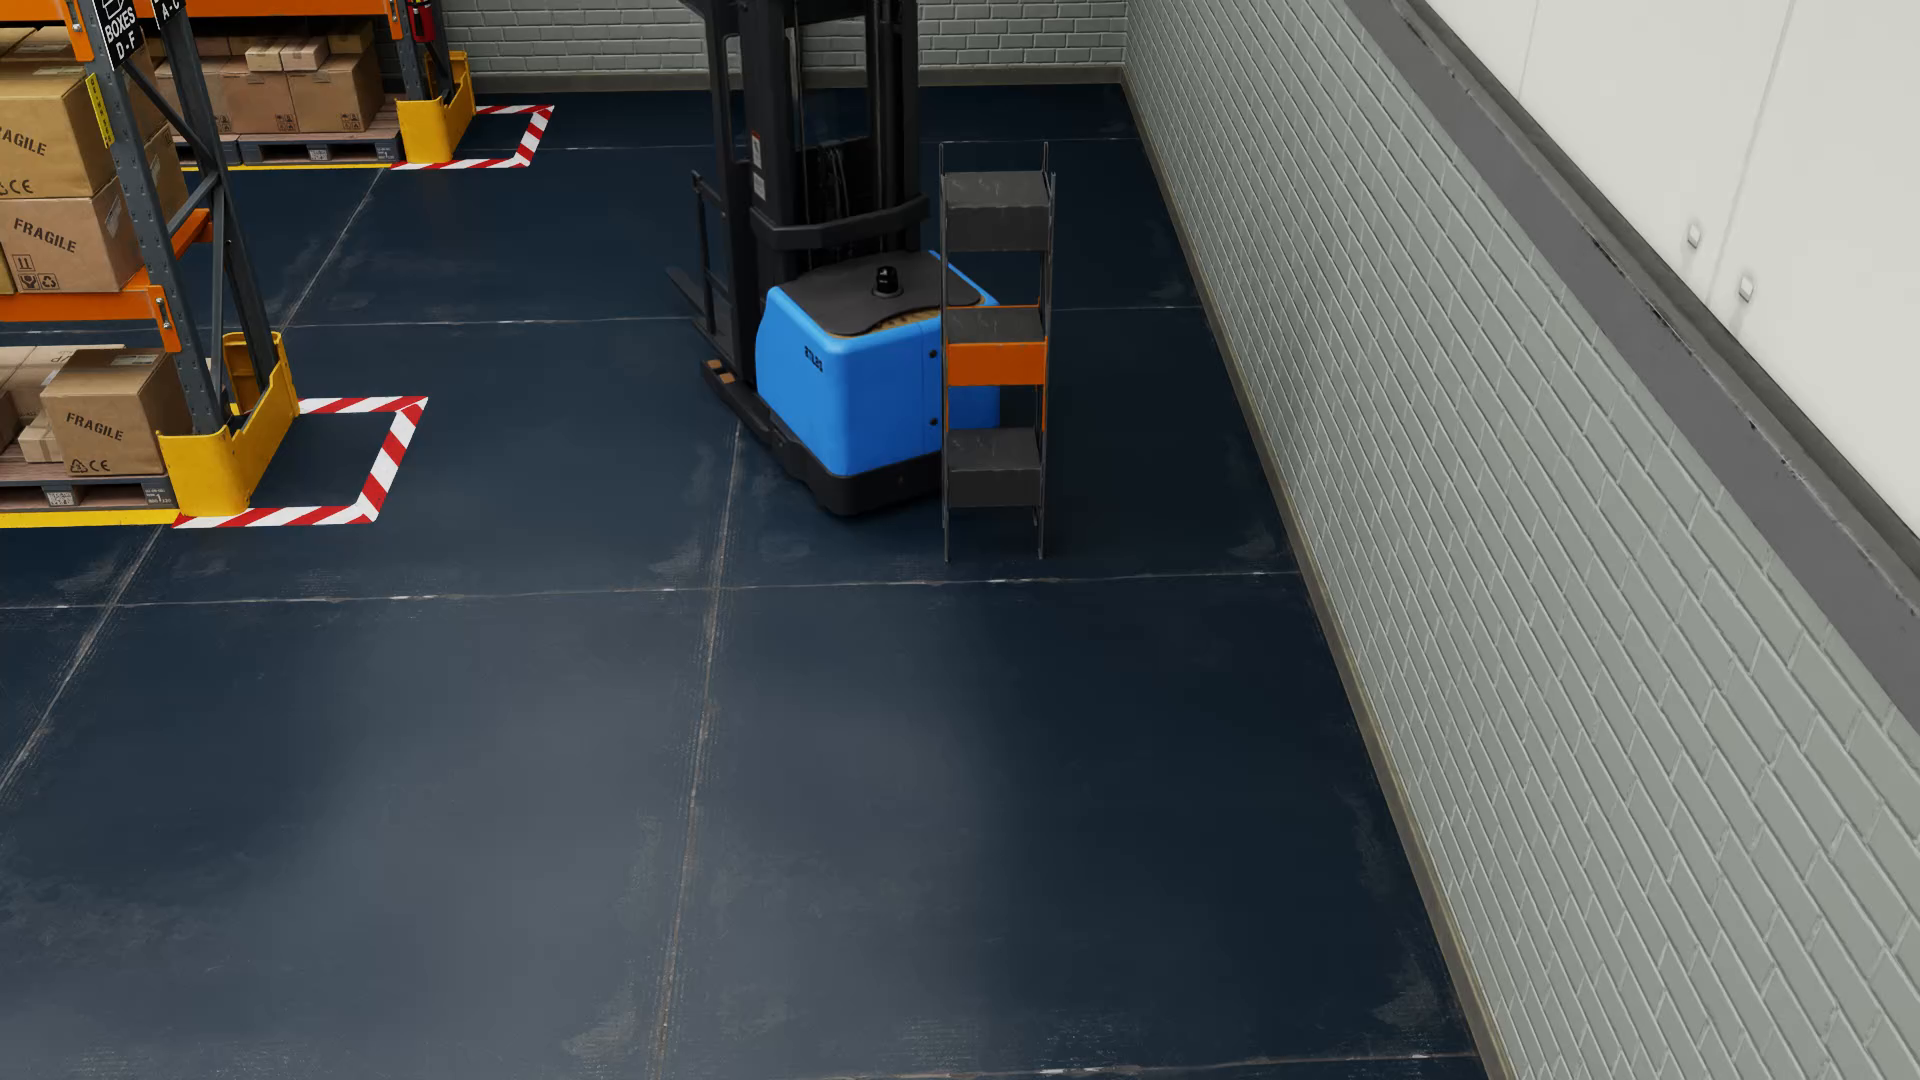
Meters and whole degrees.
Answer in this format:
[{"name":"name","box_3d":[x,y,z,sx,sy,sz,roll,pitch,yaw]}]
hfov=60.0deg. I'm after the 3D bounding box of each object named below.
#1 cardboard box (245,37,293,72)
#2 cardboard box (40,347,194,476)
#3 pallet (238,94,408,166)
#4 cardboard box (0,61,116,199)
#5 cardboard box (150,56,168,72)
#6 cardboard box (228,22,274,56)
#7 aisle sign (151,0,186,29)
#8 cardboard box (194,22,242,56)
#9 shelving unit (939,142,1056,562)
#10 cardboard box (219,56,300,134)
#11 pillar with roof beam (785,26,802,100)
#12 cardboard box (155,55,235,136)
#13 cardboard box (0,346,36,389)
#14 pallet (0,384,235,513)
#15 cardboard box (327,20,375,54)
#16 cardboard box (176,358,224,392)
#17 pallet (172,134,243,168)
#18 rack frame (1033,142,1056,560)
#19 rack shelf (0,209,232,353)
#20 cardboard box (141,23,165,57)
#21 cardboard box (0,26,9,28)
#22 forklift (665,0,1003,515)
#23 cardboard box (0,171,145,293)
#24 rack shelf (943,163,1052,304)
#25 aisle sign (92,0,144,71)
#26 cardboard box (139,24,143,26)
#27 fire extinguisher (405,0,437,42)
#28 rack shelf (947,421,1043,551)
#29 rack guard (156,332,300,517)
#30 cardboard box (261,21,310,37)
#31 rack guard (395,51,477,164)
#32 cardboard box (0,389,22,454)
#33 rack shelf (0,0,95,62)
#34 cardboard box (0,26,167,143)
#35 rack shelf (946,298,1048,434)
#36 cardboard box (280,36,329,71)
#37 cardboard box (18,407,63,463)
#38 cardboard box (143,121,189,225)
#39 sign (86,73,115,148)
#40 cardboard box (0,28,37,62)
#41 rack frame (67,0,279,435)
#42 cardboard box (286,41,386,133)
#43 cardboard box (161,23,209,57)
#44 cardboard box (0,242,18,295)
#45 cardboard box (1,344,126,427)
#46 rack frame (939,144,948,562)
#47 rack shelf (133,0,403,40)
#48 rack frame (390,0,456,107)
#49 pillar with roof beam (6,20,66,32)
[{"name":"cardboard box","box_3d":[-5.285,-3.730,12.762,0.250,0.149,0.380,-1,35,-1]},{"name":"cardboard box","box_3d":[-4.509,-0.691,8.923,0.500,0.500,0.500,-2,35,-2]},{"name":"pallet","box_3d":[-5.011,-3.296,13.327,1.213,0.211,1.003,-2,35,-2]},{"name":"cardboard box","box_3d":[-4.409,-1.977,8.004,0.500,0.500,0.500,-2,35,-3]},{"name":"cardboard box","box_3d":[-6.445,-3.532,13.045,0.500,0.500,0.700,-1,35,-1]},{"name":"cardboard box","box_3d":[-5.551,-3.941,13.066,0.250,0.149,0.380,-1,35,-2]},{"name":"aisle sign","box_3d":[-3.924,-2.931,8.064,0.004,0.787,0.394,-2,35,-2]},{"name":"cardboard box","box_3d":[-5.805,-3.934,13.056,0.250,0.149,0.380,-1,35,-2]},{"name":"shelving unit","box_3d":[0.165,-0.868,8.159,0.503,2.100,0.431,-2,35,-2]},{"name":"cardboard box","box_3d":[-5.410,-3.564,13.092,0.500,0.500,0.700,-2,35,-2]},{"name":"pillar with roof beam","box_3d":[-1.356,-5.093,8.201,0.400,9.000,9.100,-2,35,-2]},{"name":"cardboard box","box_3d":[-5.913,-3.550,13.072,0.500,0.500,0.700,-3,35,-4]},{"name":"cardboard box","box_3d":[-5.533,-0.863,9.391,0.500,0.250,0.500,-2,35,-2]},{"name":"pallet","box_3d":[-4.850,-0.522,9.319,1.213,0.211,1.003,-2,35,-2]},{"name":"cardboard box","box_3d":[-4.795,-3.962,13.096,0.250,0.149,0.380,-1,35,-2]},{"name":"cardboard box","box_3d":[-4.412,-0.886,9.512,0.250,0.149,0.380,-2,35,-2]},{"name":"pallet","box_3d":[-6.227,-3.265,13.282,1.213,0.211,1.003,-2,35,-2]},{"name":"rack frame","box_3d":[0.409,-0.874,8.168,0.015,2.100,0.400,-2,35,-2]},{"name":"rack shelf","box_3d":[-5.976,-1.343,8.687,4.000,0.370,1.077,-2,35,-2]},{"name":"cardboard box","box_3d":[-6.314,-3.920,13.036,0.250,0.149,0.380,-2,35,-3]},{"name":"cardboard box","box_3d":[-7.614,-3.883,12.983,0.250,0.149,0.380,-2,35,-3]},{"name":"forklift","box_3d":[-0.918,-2.152,9.285,1.130,2.935,3.031,-17,38,-23]},{"name":"cardboard box","box_3d":[-4.412,-1.567,8.291,0.500,0.500,0.500,-1,35,-1]},{"name":"rack shelf","box_3d":[0.165,-1.432,7.768,0.480,0.518,0.431,-2,35,-2]},{"name":"aisle sign","box_3d":[-3.895,-2.590,7.572,0.004,0.787,0.394,-2,35,-2]},{"name":"cardboard box","box_3d":[-6.572,-3.912,13.025,0.250,0.149,0.380,-1,35,-2]},{"name":"fire extinguisher","box_3d":[-4.044,-4.065,12.384,0.183,0.674,0.296,-2,35,-2]},{"name":"rack shelf","box_3d":[0.165,-0.281,8.565,0.480,0.518,0.431,-2,35,-2]},{"name":"rack guard","box_3d":[-4.054,-0.663,9.269,0.348,0.500,1.175,-2,35,-2]},{"name":"cardboard box","box_3d":[-5.301,-3.947,13.076,0.250,0.149,0.380,-1,35,-2]},{"name":"rack guard","box_3d":[-4.192,-3.481,13.341,0.348,0.500,1.175,-2,35,-2]},{"name":"cardboard box","box_3d":[-5.460,-0.580,8.982,0.500,0.250,0.500,-2,35,-2]},{"name":"rack shelf","box_3d":[-5.976,-2.577,7.834,4.000,0.370,1.077,-2,35,-2]},{"name":"cardboard box","box_3d":[-4.433,-2.283,8.447,0.500,0.500,0.500,-1,35,-1]},{"name":"rack shelf","box_3d":[0.165,-0.857,8.167,0.480,0.518,0.431,-2,35,-2]},{"name":"cardboard box","box_3d":[-5.030,-3.737,12.772,0.250,0.149,0.380,-2,35,-3]},{"name":"cardboard box","box_3d":[-4.918,-0.594,9.076,0.250,0.166,0.380,-2,35,-2]},{"name":"cardboard box","box_3d":[-4.433,-1.872,8.731,0.500,0.500,0.500,-1,35,-1]},{"name":"sign","box_3d":[-3.972,-1.983,7.684,0.005,0.325,0.100,-2,35,-2]},{"name":"cardboard box","box_3d":[-4.955,-2.265,8.420,0.500,0.500,0.500,-1,35,-2]},{"name":"rack frame","box_3d":[-3.978,-1.693,8.560,0.127,3.000,1.000,-2,35,-2]},{"name":"cardboard box","box_3d":[-4.910,-3.578,13.111,0.500,0.500,0.700,-2,35,-2]},{"name":"cardboard box","box_3d":[-6.061,-3.926,13.045,0.250,0.149,0.380,-1,35,-2]},{"name":"cardboard box","box_3d":[-4.930,-1.551,8.268,0.500,0.500,0.500,-1,35,-2]},{"name":"cardboard box","box_3d":[-5.034,-0.876,9.410,0.500,0.250,0.500,-2,35,-2]},{"name":"rack frame","box_3d":[-0.078,-0.861,8.149,0.015,2.100,0.400,-2,35,-2]},{"name":"rack shelf","box_3d":[-6.214,-4.159,12.756,4.000,0.370,1.077,-2,35,-2]},{"name":"rack frame","box_3d":[-4.216,-4.509,12.629,0.127,3.000,1.000,-2,35,-2]},{"name":"pillar with roof beam","box_3d":[-7.349,-4.931,7.968,0.400,9.000,9.100,-2,35,-2]}]
